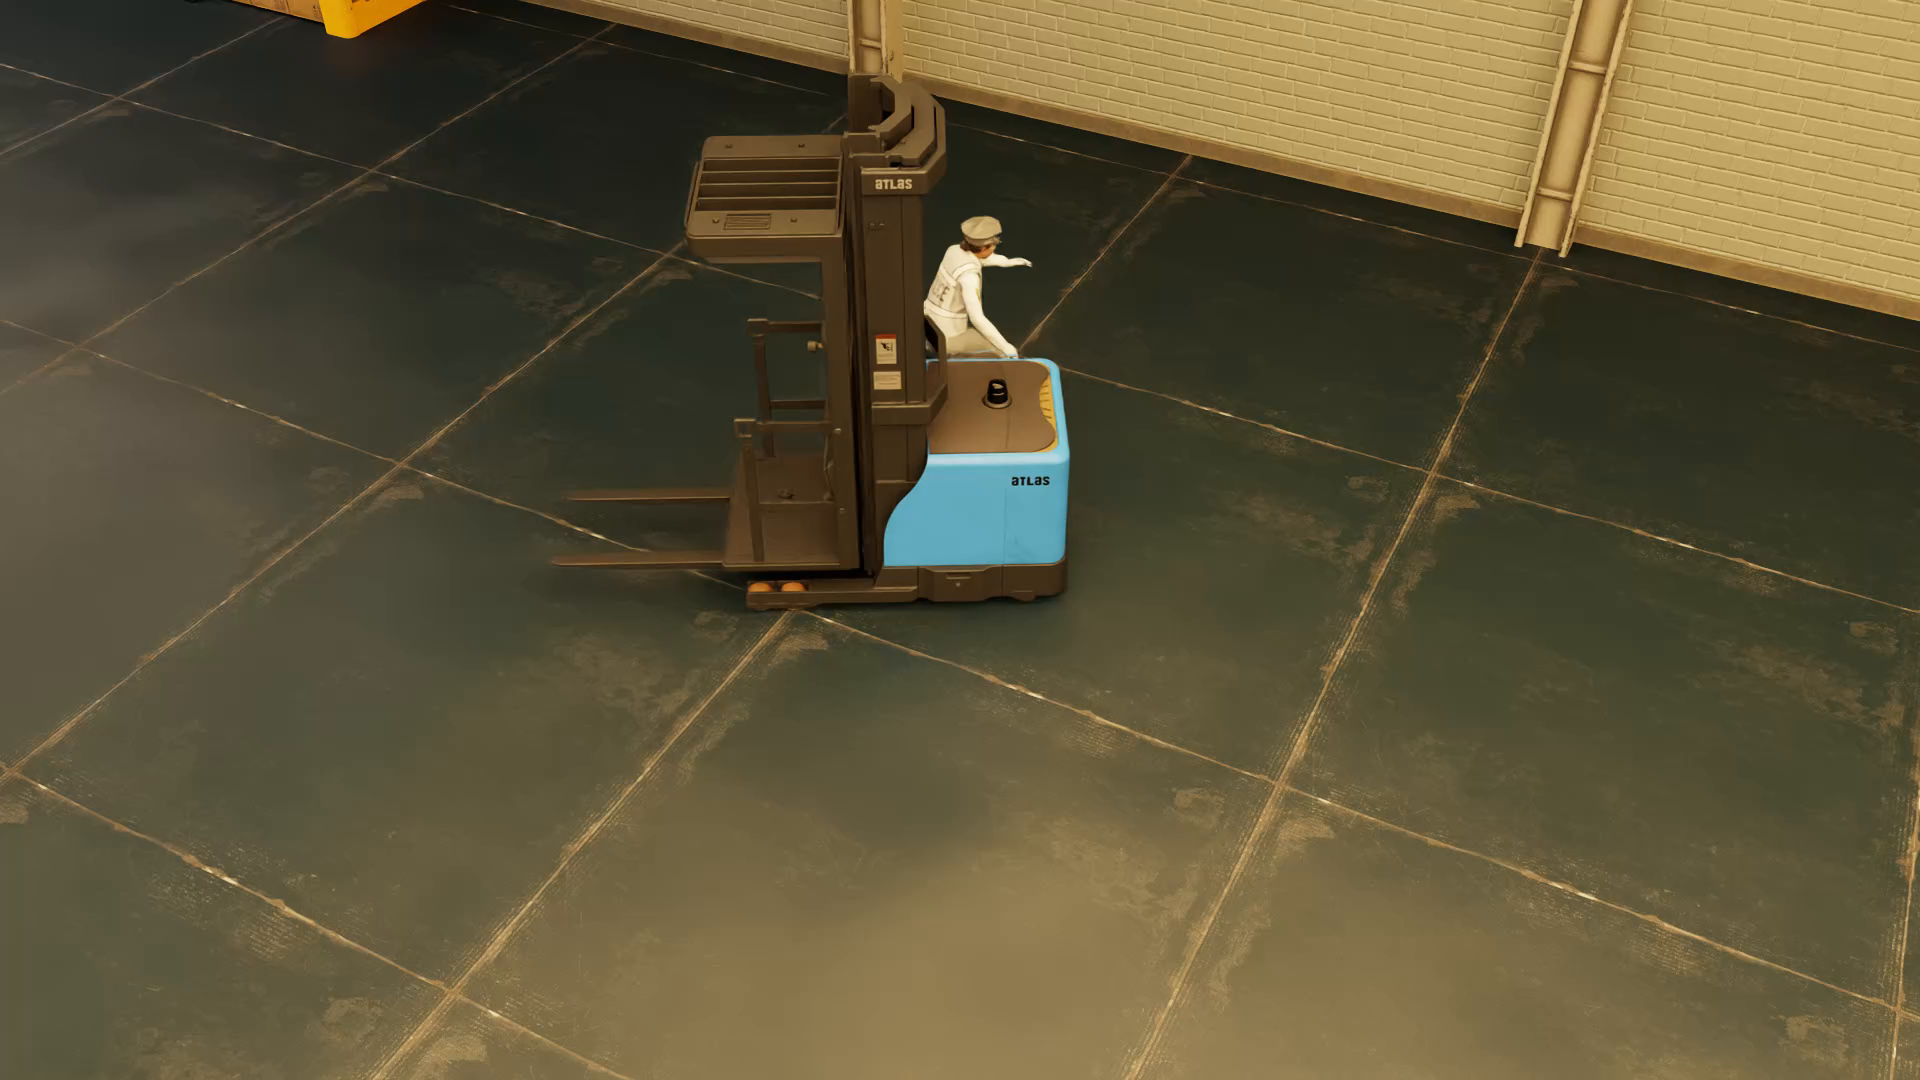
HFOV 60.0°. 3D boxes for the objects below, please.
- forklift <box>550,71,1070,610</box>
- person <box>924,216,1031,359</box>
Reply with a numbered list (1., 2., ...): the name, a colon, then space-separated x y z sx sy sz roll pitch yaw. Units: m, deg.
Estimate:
1. forklift: -0.903 -1.054 9.238 3.031 2.935 1.130 -1 40 -1
2. person: 0.185 -1.362 10.785 0.857 1.430 0.991 -18 43 -20
